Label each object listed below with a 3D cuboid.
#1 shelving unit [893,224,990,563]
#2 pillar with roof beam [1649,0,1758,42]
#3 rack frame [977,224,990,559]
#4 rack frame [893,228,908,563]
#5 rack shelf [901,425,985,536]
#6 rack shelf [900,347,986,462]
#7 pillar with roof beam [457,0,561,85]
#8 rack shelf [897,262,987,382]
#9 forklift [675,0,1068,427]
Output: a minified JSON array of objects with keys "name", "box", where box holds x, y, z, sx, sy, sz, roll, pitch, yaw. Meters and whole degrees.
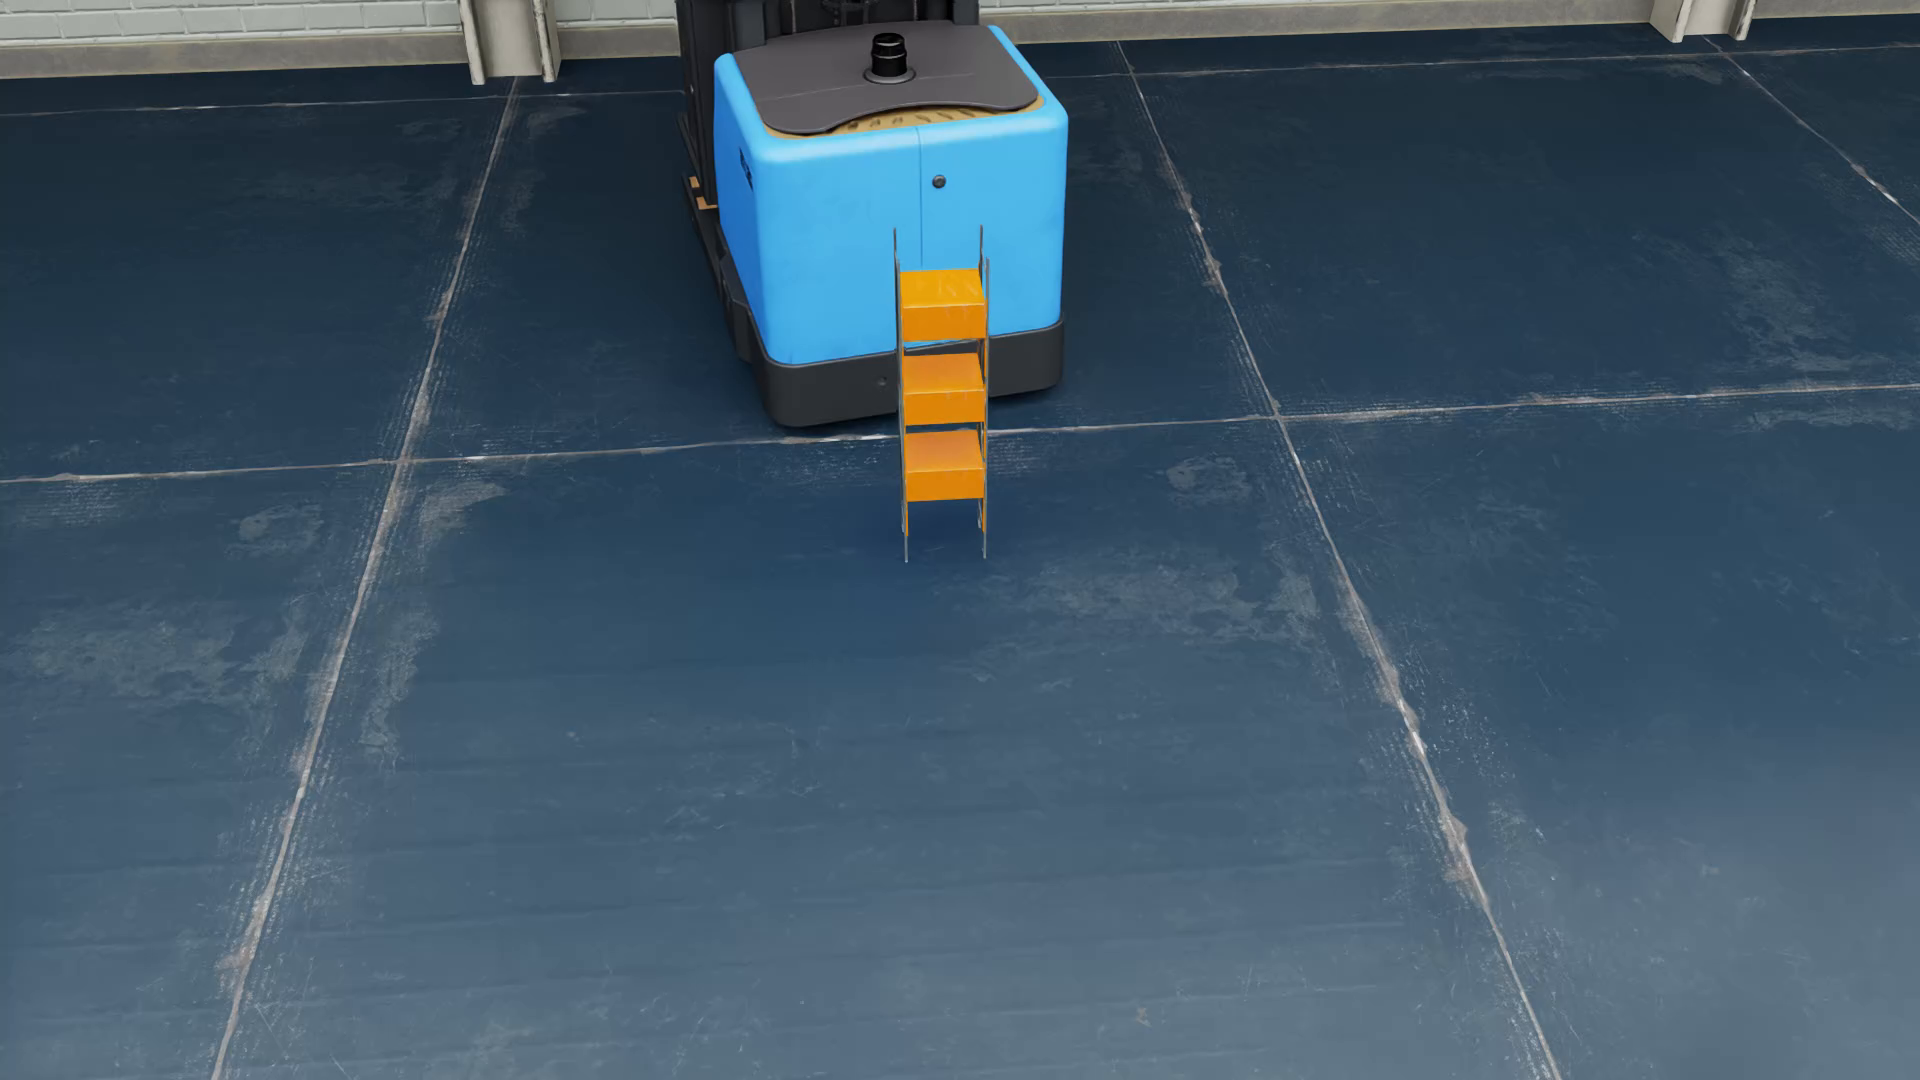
[{"name":"shelving unit","box":[-0.053,-0.409,4.921,0.252,1.050,0.215,-3,38,-4]},{"name":"pillar with roof beam","box":[4.184,-3.514,2.439,0.400,9.000,9.100,-3,38,-4]},{"name":"rack frame","box":[0.068,-0.416,4.930,0.008,1.050,0.200,-3,38,-4]},{"name":"rack frame","box":[-0.175,-0.403,4.913,0.008,1.050,0.200,-3,38,-4]},{"name":"rack shelf","box":[-0.053,-0.183,5.100,0.240,0.259,0.215,-3,38,-4]},{"name":"rack shelf","box":[-0.053,-0.401,4.928,0.240,0.259,0.215,-3,38,-4]},{"name":"pillar with roof beam","box":[-1.792,-3.185,2.021,0.400,9.000,9.100,-3,38,-4]},{"name":"rack shelf","box":[-0.053,-0.624,4.752,0.240,0.259,0.215,-3,38,-4]},{"name":"forklift","box":[-0.532,-2.450,5.989,1.130,2.935,3.031,-10,39,-12]}]
